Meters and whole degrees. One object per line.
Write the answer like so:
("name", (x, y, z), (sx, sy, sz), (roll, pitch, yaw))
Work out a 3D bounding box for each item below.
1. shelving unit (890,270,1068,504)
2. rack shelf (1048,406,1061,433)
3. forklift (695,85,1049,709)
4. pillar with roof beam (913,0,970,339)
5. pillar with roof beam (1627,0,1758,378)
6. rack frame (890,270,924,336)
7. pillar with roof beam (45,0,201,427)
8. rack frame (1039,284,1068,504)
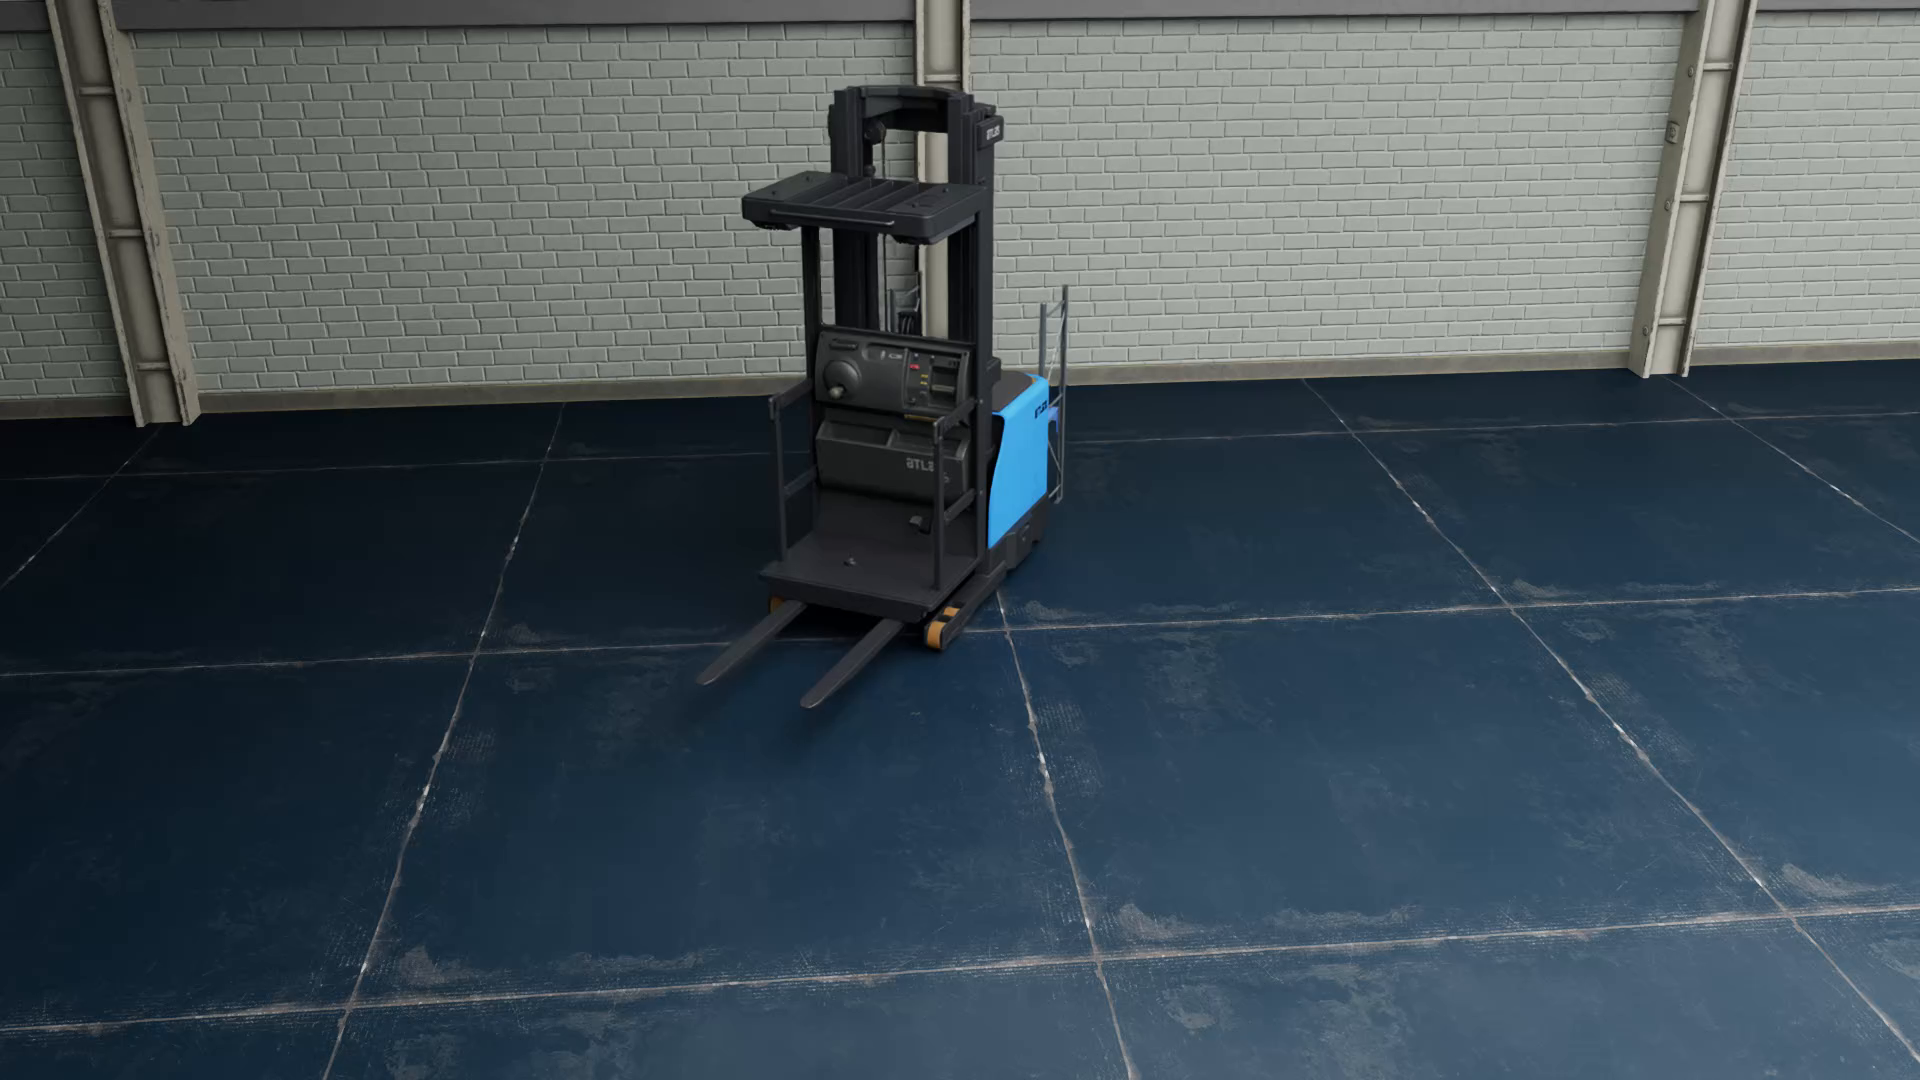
("shelving unit", (0.126, -0.954, 11.048), (1.048, 1.500, 0.538), (9, 25, 19))
("rack shelf", (0.126, -0.789, 11.121), (1.000, 0.185, 0.538), (9, 25, 19))
("forklift", (-0.468, -0.914, 9.197), (1.130, 2.935, 3.031), (10, 26, 21))
("pillar with roof beam", (0.286, -3.544, 7.644), (0.400, 9.000, 9.100), (-2, 24, -5))
("pillar with roof beam", (6.257, -3.784, 8.183), (0.400, 9.000, 9.100), (-2, 24, -5))
("rack frame", (-0.349, -1.027, 11.213), (0.032, 1.500, 0.500), (9, 25, 19))
("pillar with roof beam", (-5.685, -3.305, 7.105), (0.400, 9.000, 9.100), (-2, 24, -5))
("rack frame", (0.602, -0.880, 10.884), (0.032, 1.500, 0.500), (9, 25, 19))
